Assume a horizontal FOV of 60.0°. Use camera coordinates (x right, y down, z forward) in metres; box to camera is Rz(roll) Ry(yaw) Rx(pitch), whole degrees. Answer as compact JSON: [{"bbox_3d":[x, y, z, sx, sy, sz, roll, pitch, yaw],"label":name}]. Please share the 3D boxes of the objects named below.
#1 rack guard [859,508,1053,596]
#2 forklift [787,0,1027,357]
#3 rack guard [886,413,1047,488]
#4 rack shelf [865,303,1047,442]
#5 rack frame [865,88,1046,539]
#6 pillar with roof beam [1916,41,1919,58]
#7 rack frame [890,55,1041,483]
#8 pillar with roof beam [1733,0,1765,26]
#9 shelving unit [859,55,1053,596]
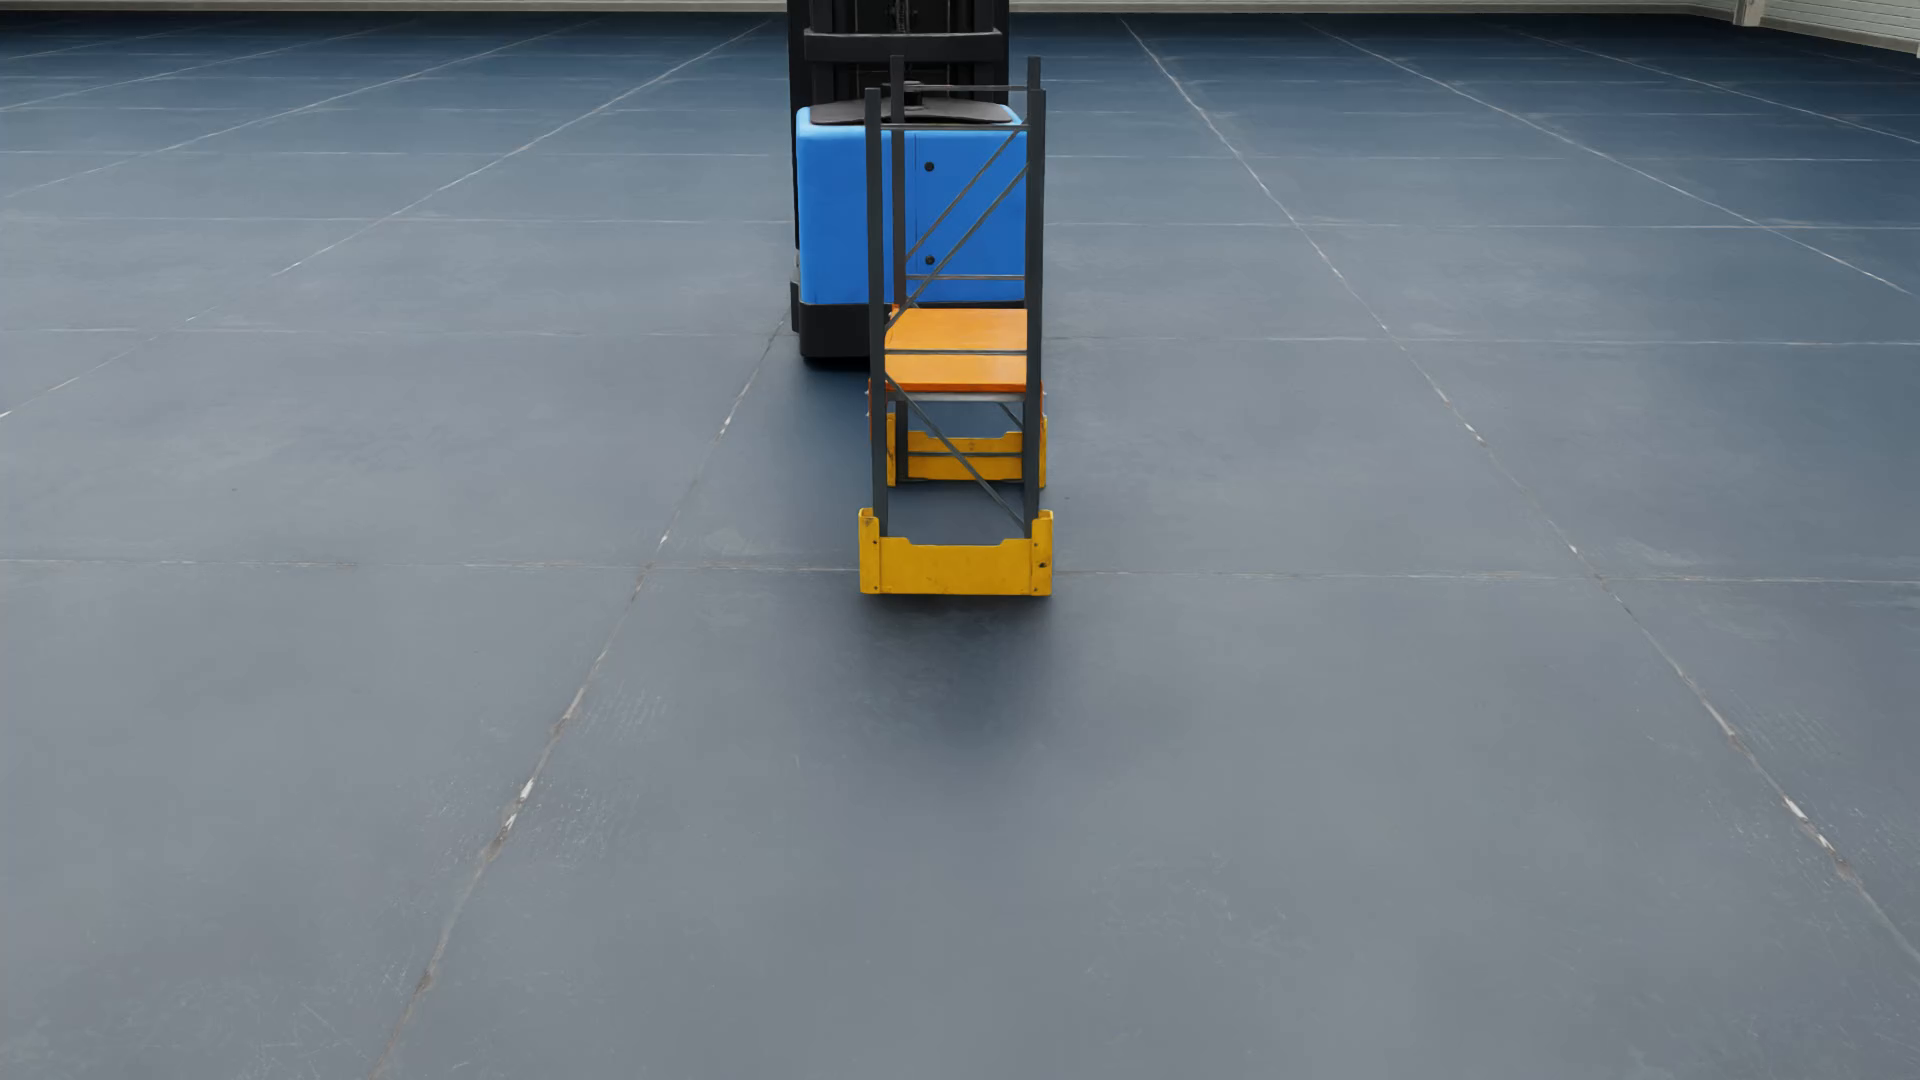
[{"bbox_3d":[-0.013,0.036,5.091,0.587,0.250,0.087,1,21,2],"label":"rack guard"},{"bbox_3d":[-0.325,-2.674,8.370,1.130,2.935,3.031,-2,21,-5],"label":"forklift"},{"bbox_3d":[0.017,-0.324,6.019,0.587,0.250,0.087,1,21,2],"label":"rack guard"},{"bbox_3d":[0.003,-0.562,5.402,0.538,0.185,1.000,1,21,2],"label":"rack shelf"},{"bbox_3d":[-0.013,-0.546,4.863,0.500,1.500,0.032,1,21,2],"label":"rack frame"},{"bbox_3d":[8.430,-10.518,20.197,9.100,9.000,0.400,1,21,2],"label":"pillar with roof beam"},{"bbox_3d":[0.018,-0.914,5.811,0.500,1.500,0.032,1,21,2],"label":"rack frame"},{"bbox_3d":[8.613,-12.688,25.788,9.100,9.000,0.400,1,21,2],"label":"pillar with roof beam"},{"bbox_3d":[0.002,-0.727,5.329,0.587,1.500,1.083,1,21,2],"label":"shelving unit"}]
